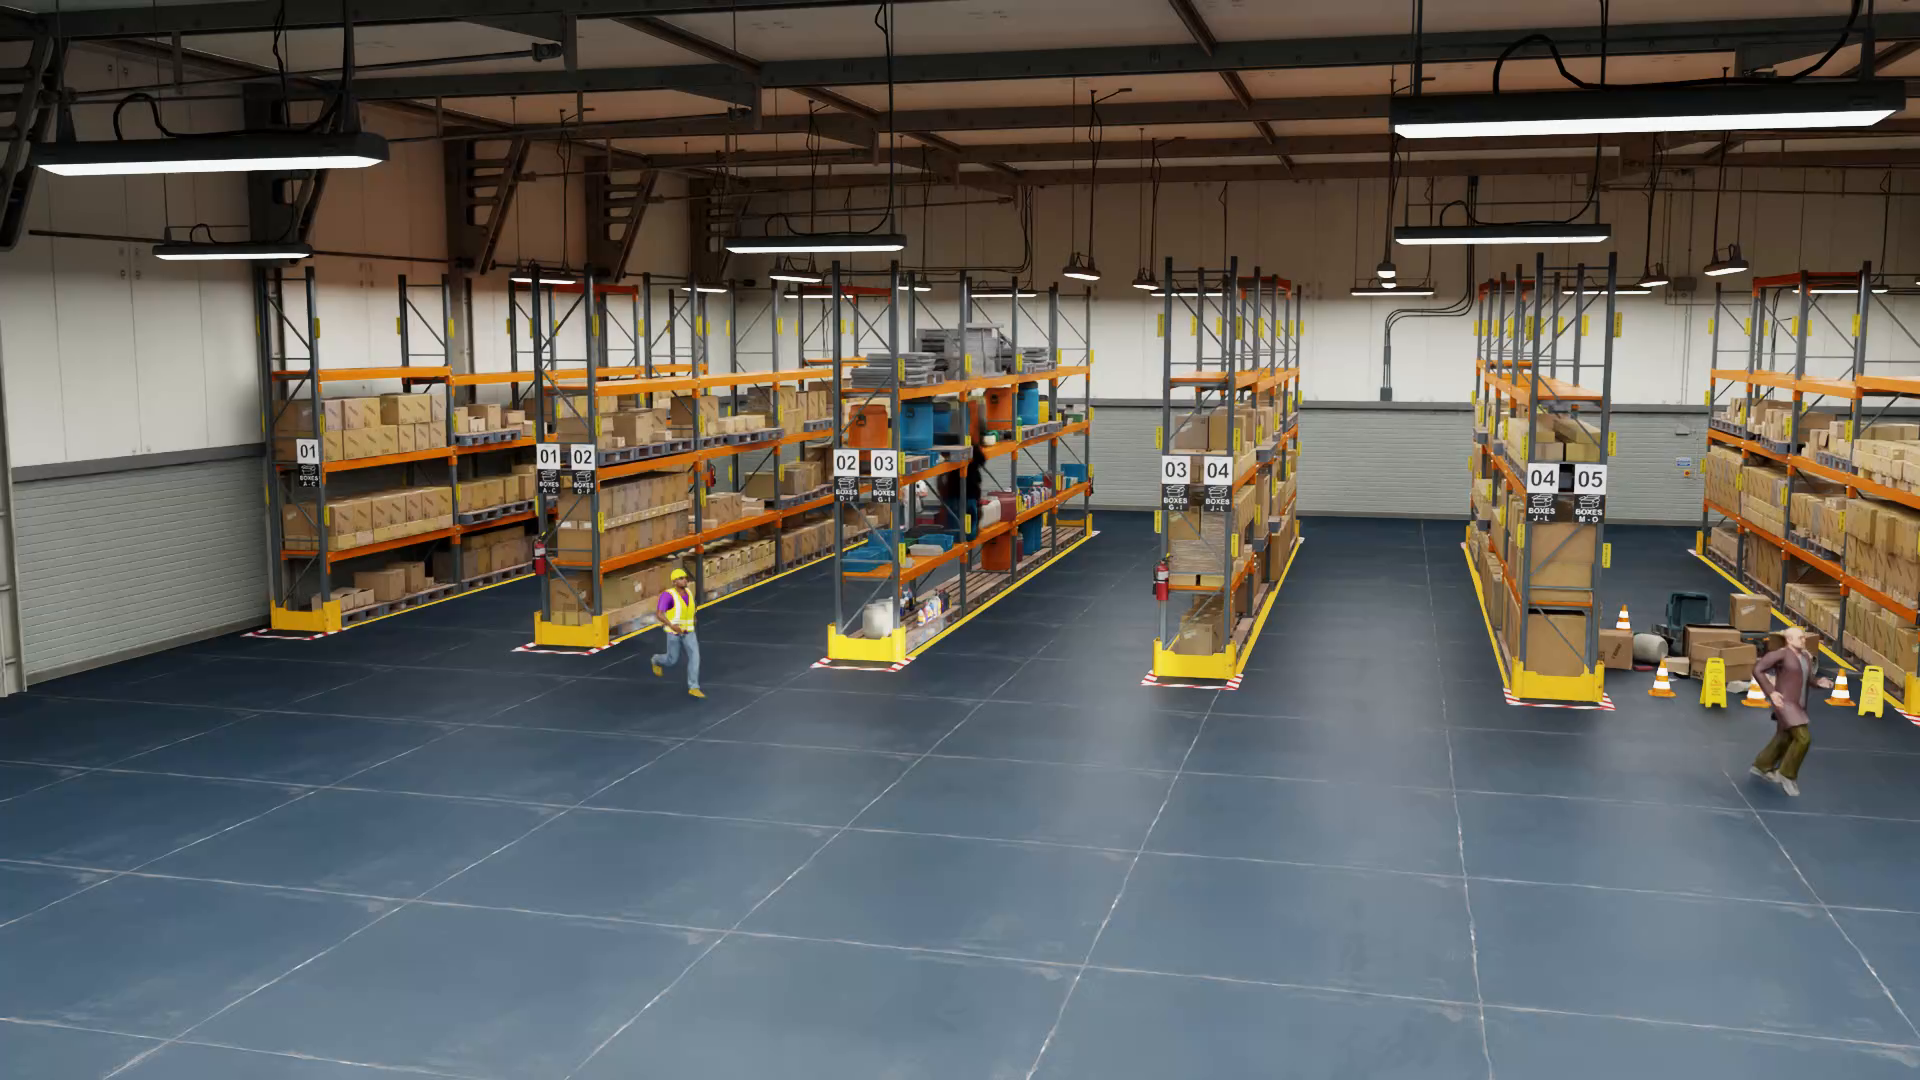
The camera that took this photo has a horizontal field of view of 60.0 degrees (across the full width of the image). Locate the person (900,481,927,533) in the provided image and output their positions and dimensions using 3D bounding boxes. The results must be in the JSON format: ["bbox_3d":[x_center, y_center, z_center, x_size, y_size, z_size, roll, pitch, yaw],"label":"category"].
[{"bbox_3d":[-1.076,-0.769,38.424,0.656,1.796,0.954,1,7,7],"label":"person"}]

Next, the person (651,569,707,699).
[{"bbox_3d":[-3.882,1.269,22.868,0.676,1.753,1.056,-7,10,-44],"label":"person"}]

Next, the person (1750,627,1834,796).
[{"bbox_3d":[9.011,1.853,18.059,0.681,1.837,0.829,-5,9,-35],"label":"person"}]
